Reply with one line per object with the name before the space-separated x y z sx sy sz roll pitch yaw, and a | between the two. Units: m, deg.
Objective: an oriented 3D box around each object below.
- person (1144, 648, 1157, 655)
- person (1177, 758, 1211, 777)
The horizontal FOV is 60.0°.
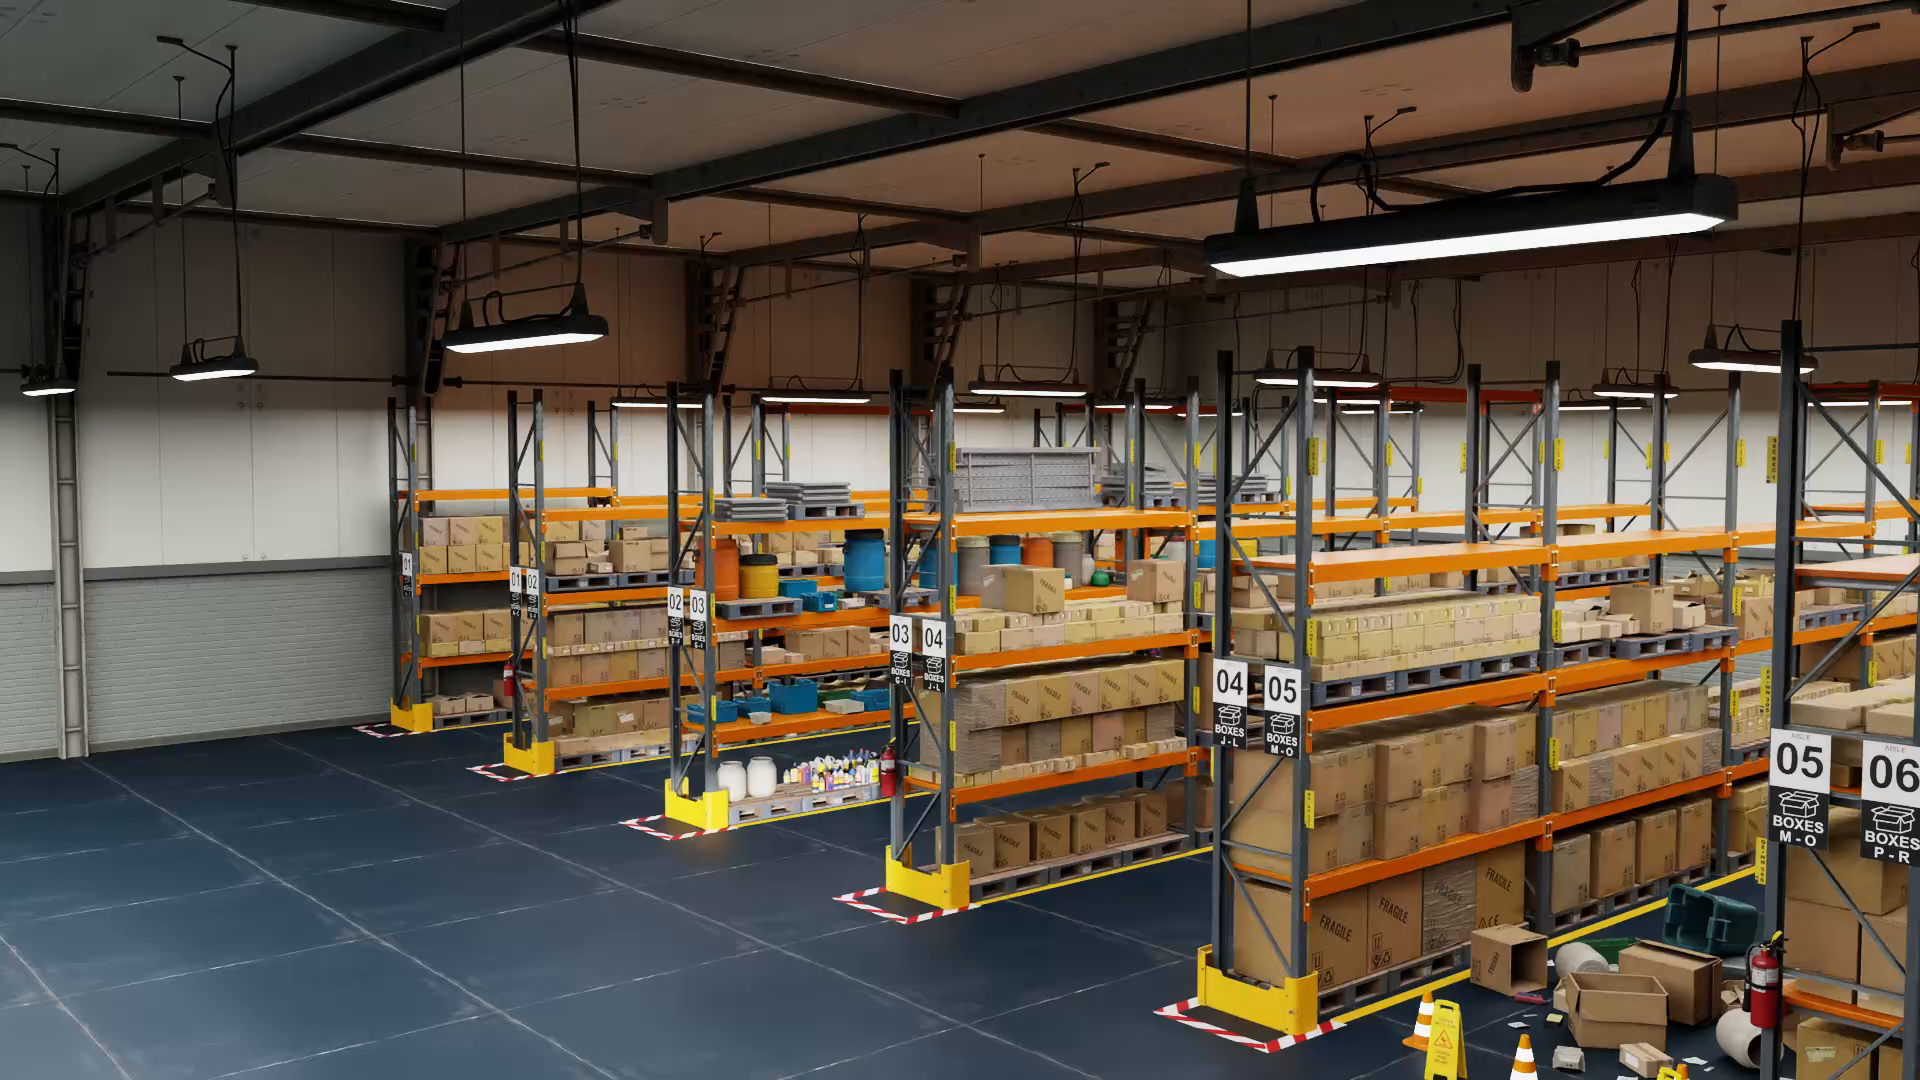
person | 3.694 2.457 32.446 0.715 1.689 0.567 -3 4 -42
person | 3.584 3.026 24.518 1.089 1.470 0.570 -1 4 -24
